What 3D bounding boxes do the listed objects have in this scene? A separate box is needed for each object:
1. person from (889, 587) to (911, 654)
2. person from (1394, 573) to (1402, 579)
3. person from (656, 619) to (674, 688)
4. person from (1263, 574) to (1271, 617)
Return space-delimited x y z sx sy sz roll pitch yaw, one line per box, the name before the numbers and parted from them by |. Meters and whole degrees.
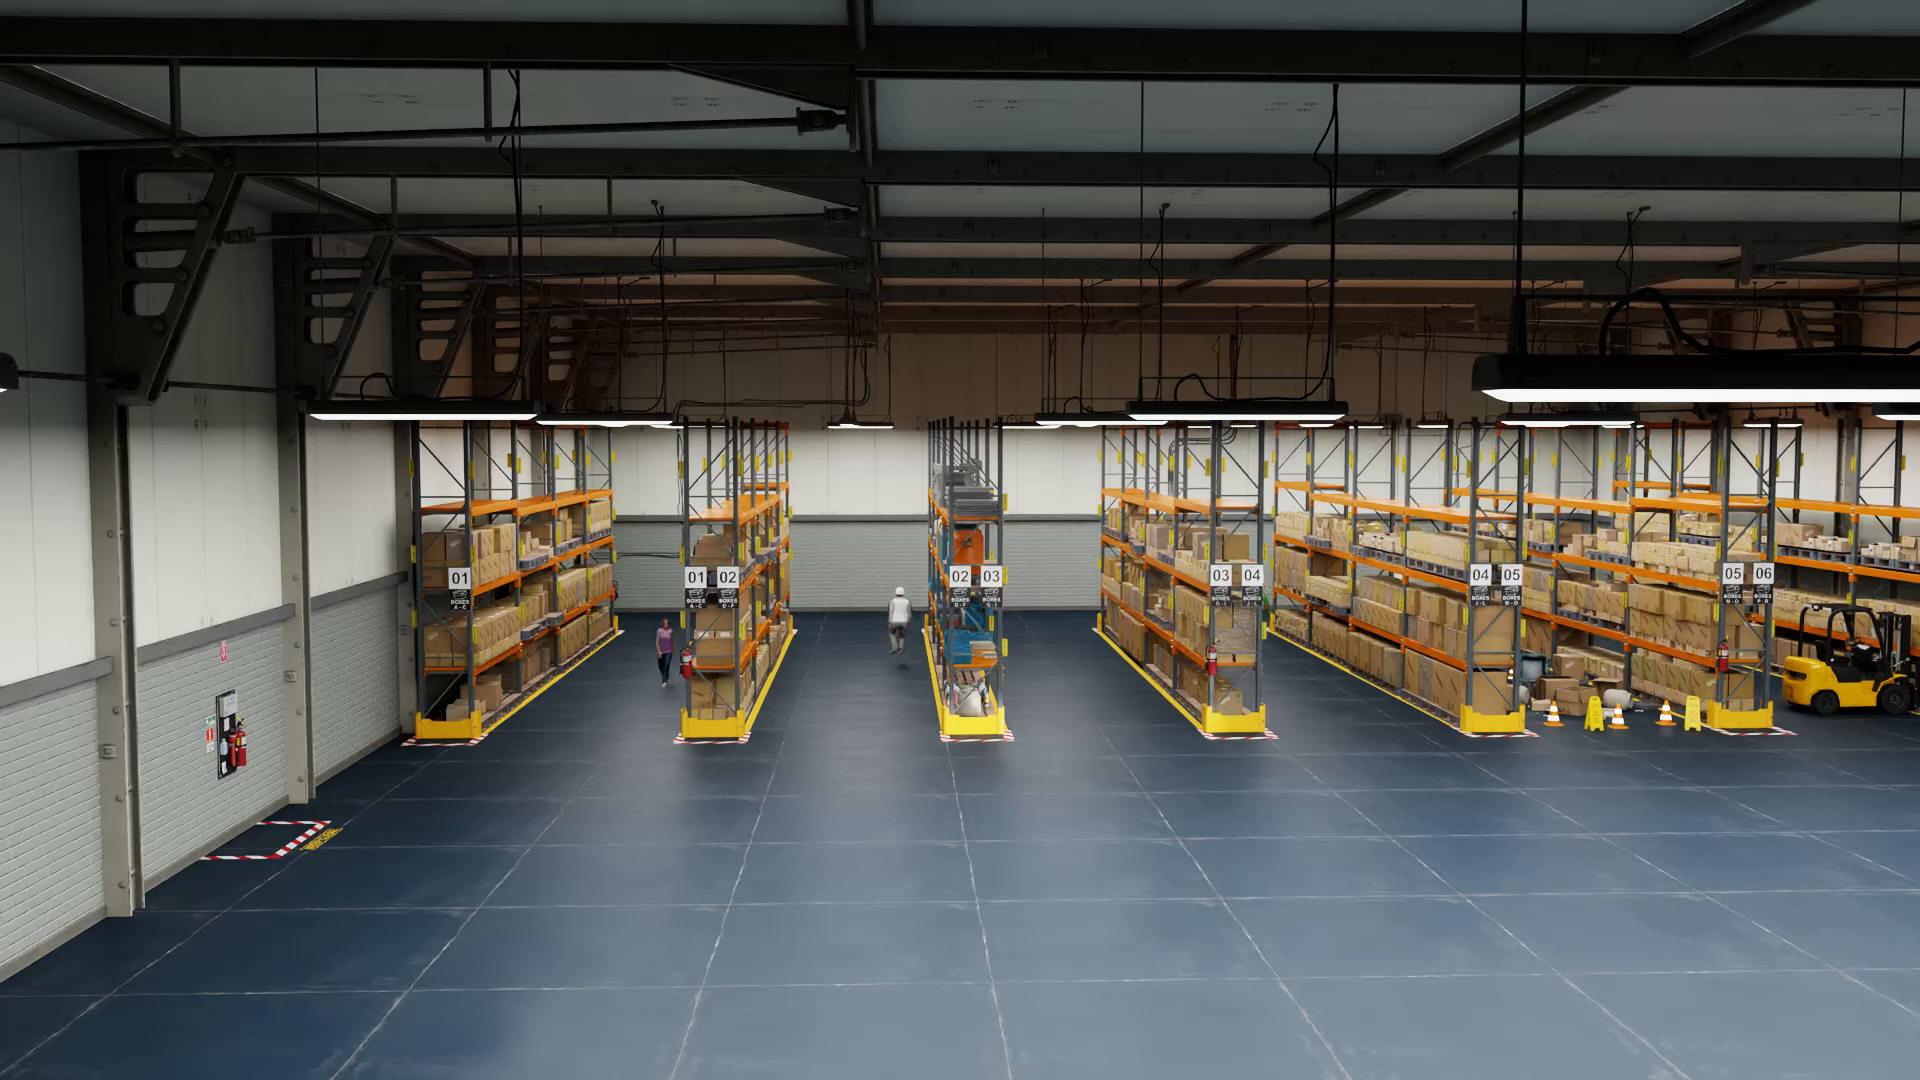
person | -1.479 1.993 40.927 0.565 1.678 0.684 -1 4 -9
person | 13.675 1.421 52.151 0.736 1.763 0.591 -1 4 -10
person | -6.619 2.517 37.274 0.398 1.513 0.990 0 4 -5
person | 9.297 1.528 51.471 1.082 1.682 0.539 3 5 35
